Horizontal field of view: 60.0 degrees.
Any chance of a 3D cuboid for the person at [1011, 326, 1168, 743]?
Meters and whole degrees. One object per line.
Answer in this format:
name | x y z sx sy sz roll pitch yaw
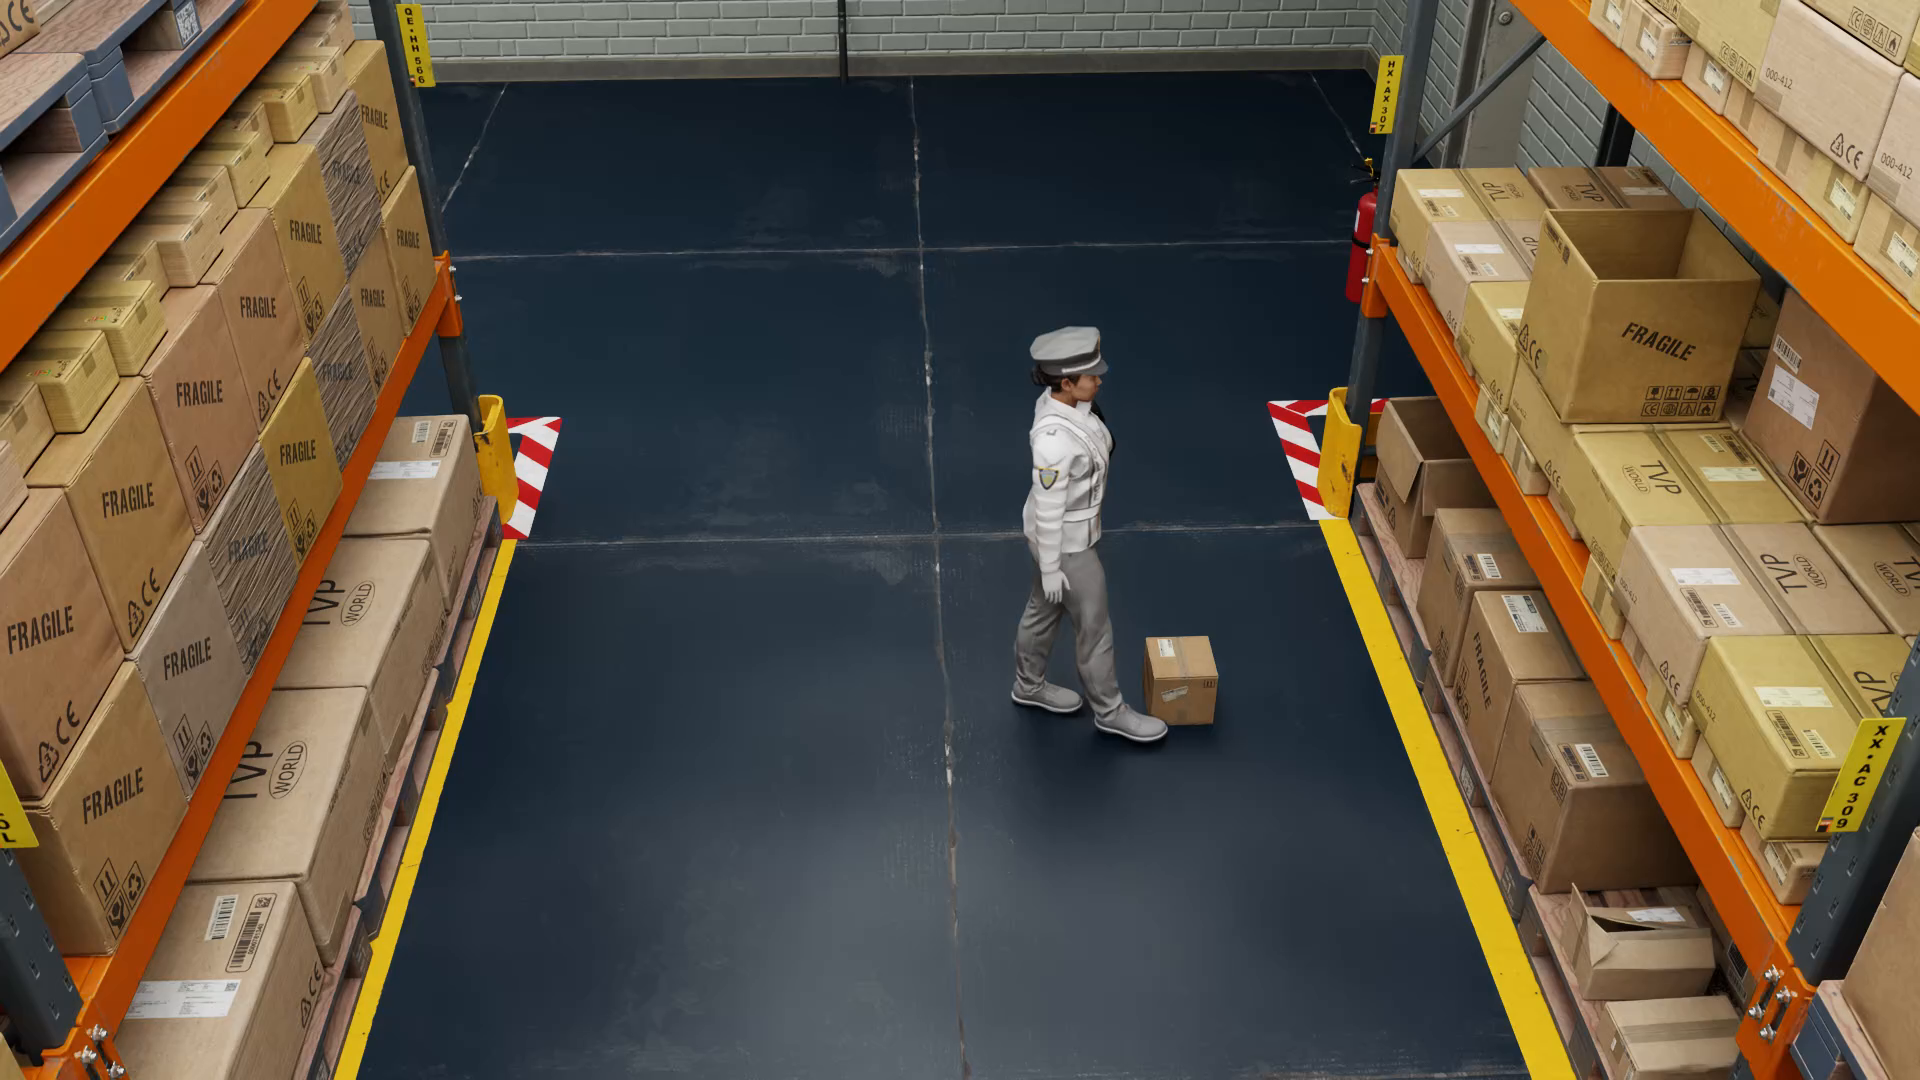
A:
person | 0.509 -0.015 6.140 0.612 1.668 0.481 2 35 2
